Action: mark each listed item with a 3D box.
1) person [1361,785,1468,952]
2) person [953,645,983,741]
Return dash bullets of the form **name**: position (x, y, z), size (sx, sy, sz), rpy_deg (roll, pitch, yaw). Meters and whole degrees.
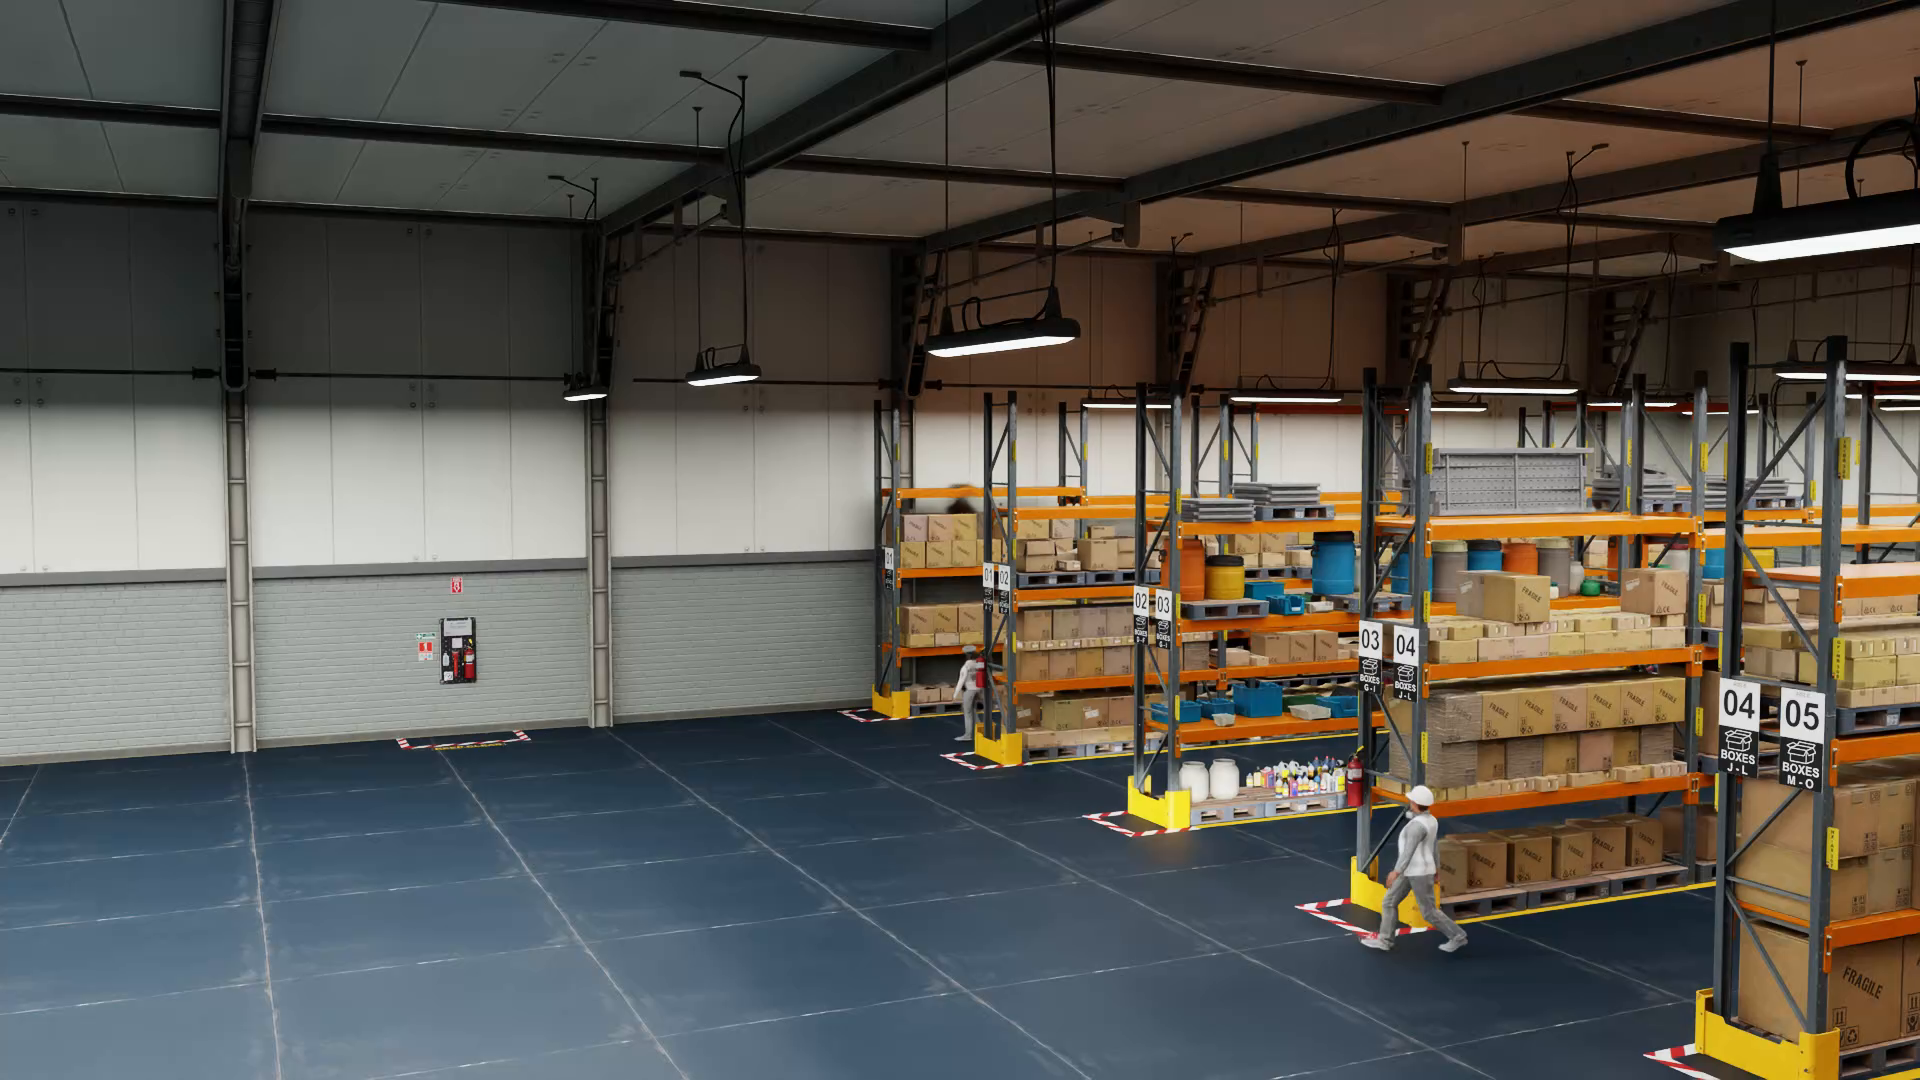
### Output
- **person**: position (4.602, 3.330, 16.754), size (1.011, 1.734, 0.485), rpy_deg (0, 3, -3)
- **person**: position (0.169, 2.663, 28.874), size (0.455, 1.714, 0.574), rpy_deg (2, 4, 37)
